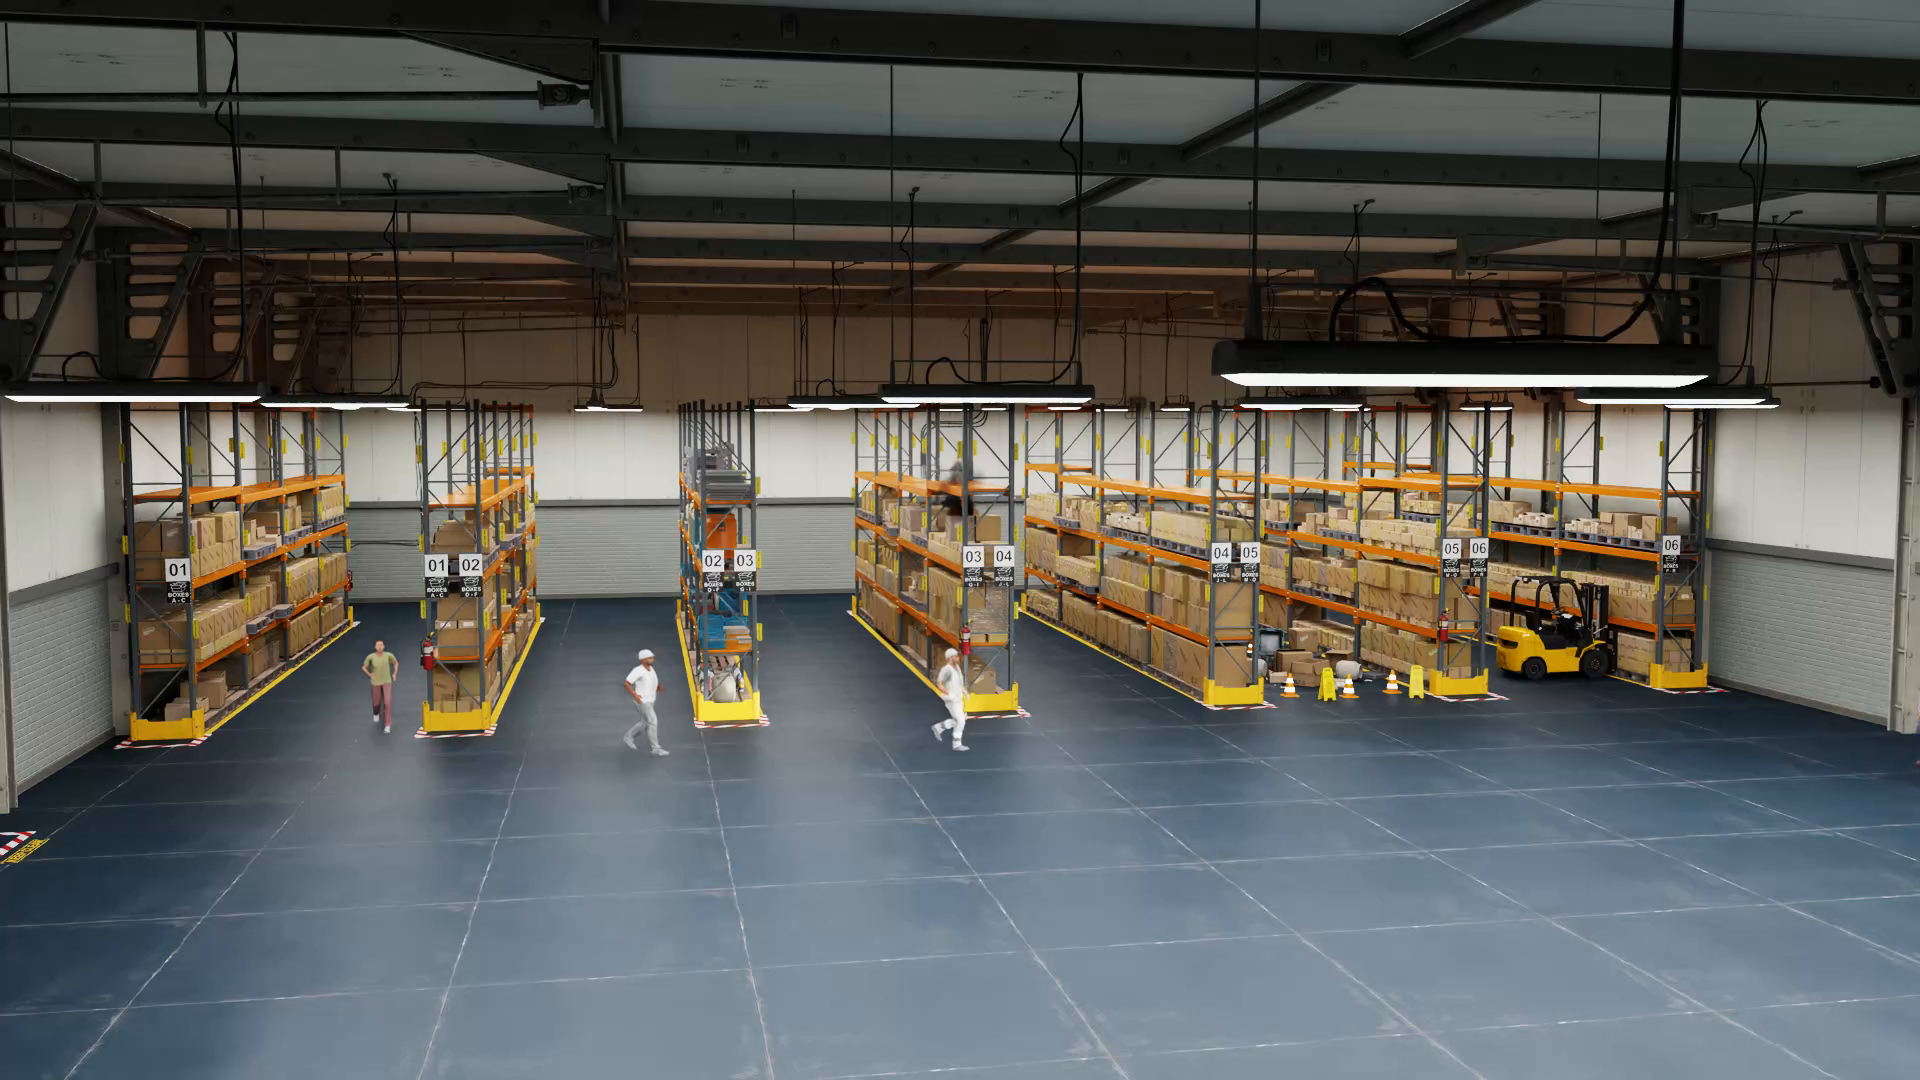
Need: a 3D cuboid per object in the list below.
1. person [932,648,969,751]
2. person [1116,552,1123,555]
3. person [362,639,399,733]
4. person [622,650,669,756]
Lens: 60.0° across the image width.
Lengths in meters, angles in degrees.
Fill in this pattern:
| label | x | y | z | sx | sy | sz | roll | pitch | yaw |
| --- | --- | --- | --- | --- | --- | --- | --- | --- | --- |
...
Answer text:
| label | x | y | z | sx | sy | sz | roll | pitch | yaw |
| --- | --- | --- | --- | --- | --- | --- | --- | --- | --- |
| person | -0.181 | 2.711 | 28.327 | 0.724 | 1.747 | 0.698 | 2 | 5 | 23 |
| person | 4.828 | 1.151 | 50.483 | 0.553 | 1.549 | 0.523 | -1 | 4 | -9 |
| person | -10.532 | 2.627 | 30.250 | 0.628 | 1.685 | 0.837 | -2 | 5 | -22 |
| person | -5.294 | 2.716 | 27.945 | 0.900 | 1.760 | 0.718 | 1 | 4 | 13 |
